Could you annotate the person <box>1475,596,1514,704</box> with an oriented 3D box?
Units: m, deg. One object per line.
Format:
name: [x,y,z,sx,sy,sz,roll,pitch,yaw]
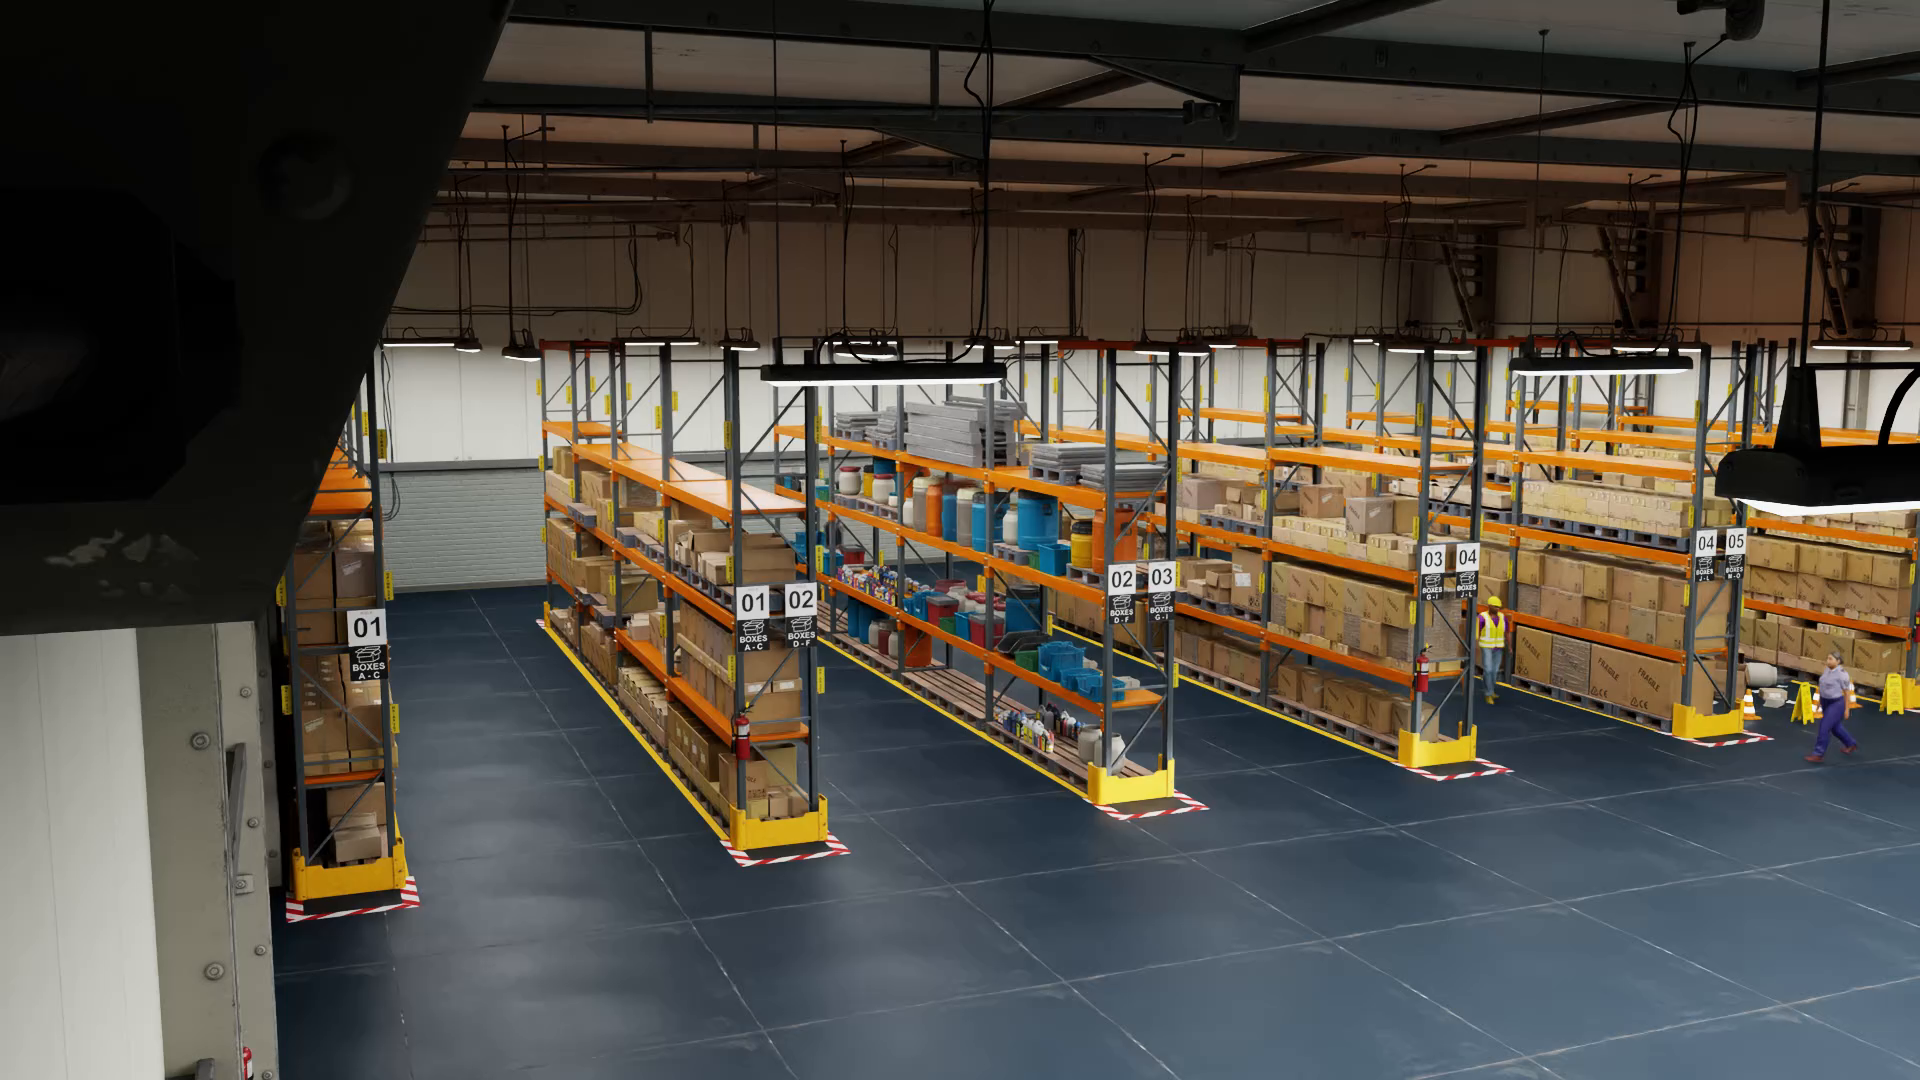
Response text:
person: [8.962,1.846,27.965,0.622,1.823,0.544,-1,8,-10]

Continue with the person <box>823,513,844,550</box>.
person: [-3.118,0.121,41.129,0.532,1.708,0.592,3,8,24]

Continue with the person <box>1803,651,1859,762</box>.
person: [12.678,2.402,24.120,0.983,1.598,0.484,-1,8,-10]
